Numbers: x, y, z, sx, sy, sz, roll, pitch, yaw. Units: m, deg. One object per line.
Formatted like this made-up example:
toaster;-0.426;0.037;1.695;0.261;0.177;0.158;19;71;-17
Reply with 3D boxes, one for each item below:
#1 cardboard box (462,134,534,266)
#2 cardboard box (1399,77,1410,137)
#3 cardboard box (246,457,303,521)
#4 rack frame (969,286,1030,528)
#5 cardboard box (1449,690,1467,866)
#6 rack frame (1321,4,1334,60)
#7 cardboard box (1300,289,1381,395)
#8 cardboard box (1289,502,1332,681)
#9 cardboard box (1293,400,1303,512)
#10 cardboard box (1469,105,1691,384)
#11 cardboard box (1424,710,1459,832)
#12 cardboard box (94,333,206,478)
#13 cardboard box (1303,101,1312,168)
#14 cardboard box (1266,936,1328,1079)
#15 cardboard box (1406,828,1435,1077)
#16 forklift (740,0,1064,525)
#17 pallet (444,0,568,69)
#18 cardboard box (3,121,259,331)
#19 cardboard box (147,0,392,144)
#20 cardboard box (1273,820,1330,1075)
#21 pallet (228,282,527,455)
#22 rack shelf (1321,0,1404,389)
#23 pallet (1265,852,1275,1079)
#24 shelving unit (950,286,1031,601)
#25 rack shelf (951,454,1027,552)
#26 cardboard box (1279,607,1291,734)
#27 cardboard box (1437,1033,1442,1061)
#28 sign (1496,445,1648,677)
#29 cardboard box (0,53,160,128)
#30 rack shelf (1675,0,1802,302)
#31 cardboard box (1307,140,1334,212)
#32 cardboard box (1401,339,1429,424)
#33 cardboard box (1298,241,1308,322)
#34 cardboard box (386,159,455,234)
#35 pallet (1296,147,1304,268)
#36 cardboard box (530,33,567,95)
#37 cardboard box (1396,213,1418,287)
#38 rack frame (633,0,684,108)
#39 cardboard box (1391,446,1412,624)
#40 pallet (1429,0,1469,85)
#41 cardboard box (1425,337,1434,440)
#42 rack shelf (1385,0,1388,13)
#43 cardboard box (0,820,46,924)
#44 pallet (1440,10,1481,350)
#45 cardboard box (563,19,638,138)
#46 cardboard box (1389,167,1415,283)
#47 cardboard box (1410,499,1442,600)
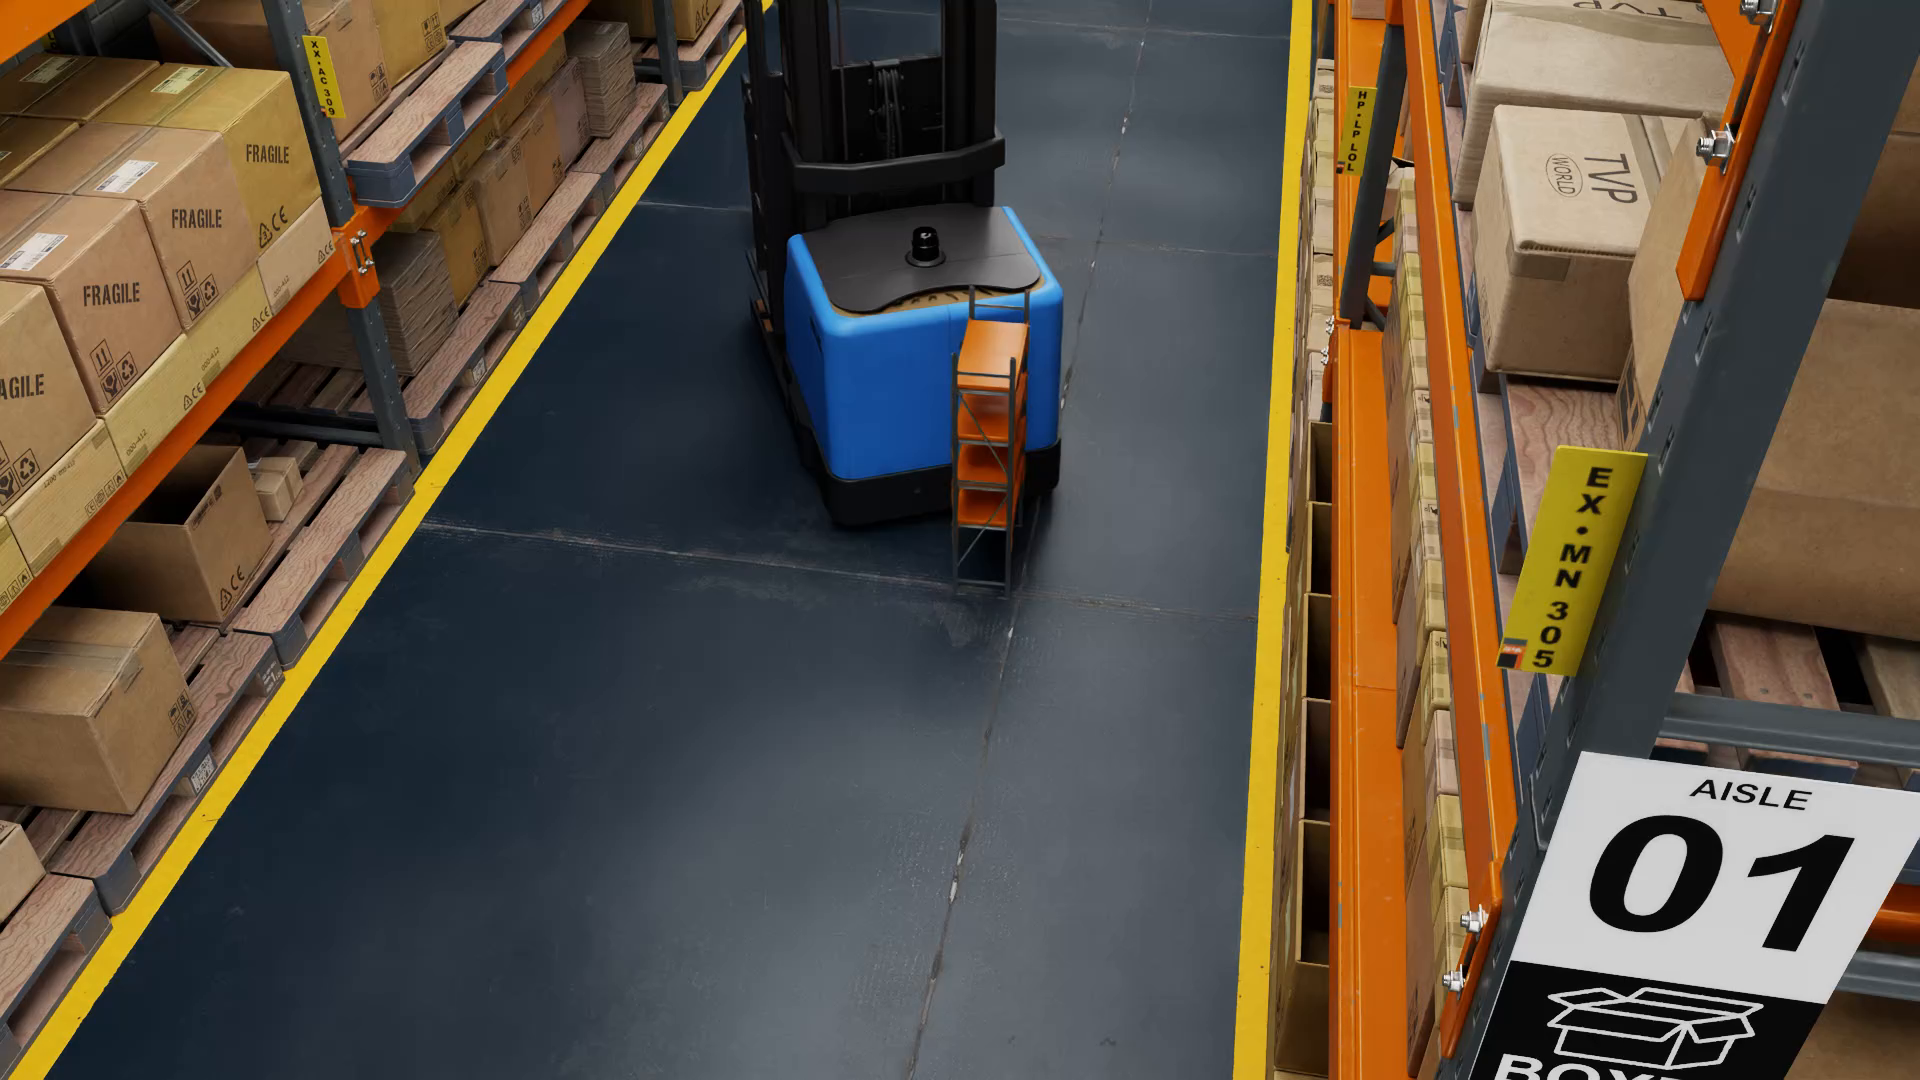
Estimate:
cardboard box;-2.689;-1.804;8.694;0.700;0.500;0.500;7;40;8
cardboard box;2.238;-2.108;7.367;0.500;0.500;0.500;6;40;8
cardboard box;-3.031;-0.227;7.049;0.380;0.166;0.250;2;40;2
rack frame;0.156;-0.530;6.949;0.240;1.200;0.015;5;40;6
cardboard box;1.407;0.372;3.350;0.700;0.500;0.500;5;40;7
rack frame;2.604;-3.455;9.075;1.000;3.000;0.127;6;40;8
cardboard box;1.783;-0.876;7.343;0.500;0.311;0.500;7;40;9
cardboard box;1.444;0.236;5.851;0.500;0.500;0.500;6;40;8
cardboard box;1.698;-0.339;7.134;0.500;0.250;0.500;6;40;7
cardboard box;1.159;-0.500;2.825;0.500;0.250;0.500;6;40;8
cardboard box;1.231;0.534;3.663;0.380;0.149;0.250;7;40;8
cardboard box;-2.918;-0.478;5.577;0.500;0.250;0.500;6;40;7
cardboard box;2.224;-2.261;9.459;0.500;0.250;0.500;6;40;8
cardboard box;1.180;1.465;4.952;0.500;0.250;0.500;6;40;8
cardboard box;1.399;0.906;3.722;0.700;0.500;0.500;7;40;9
forklift;-0.445;-2.140;7.538;1.130;2.935;3.031;-10;41;-12
pallet;-2.578;-2.678;8.285;1.003;0.211;1.213;6;40;8
cardboard box;-2.826;-1.083;5.719;0.500;0.500;0.500;6;40;7
cardboard box;-2.847;-2.012;6.906;0.700;0.500;0.500;7;40;8
cardboard box;1.177;1.176;4.713;0.500;0.500;0.500;6;40;8
pallet;-2.835;-0.902;8.176;1.003;0.211;1.213;6;40;8
rack shelf;2.257;-1.922;7.786;1.077;0.370;4.000;6;40;8
pallet;1.524;1.393;5.400;1.003;0.211;1.213;6;40;8
shelving unit;0.123;-0.376;6.763;0.258;1.200;0.503;5;40;6
rack shelf;0.123;-0.171;6.933;0.258;0.148;0.480;5;40;6
cardboard box;1.441;0.524;6.090;0.500;0.250;0.500;6;40;8
cardboard box;1.098;1.017;3.079;0.380;0.149;0.250;6;40;7
sign;0.687;0.031;1.872;0.100;0.325;0.005;6;40;8
cardboard box;-3.255;-1.455;6.170;0.500;0.500;0.500;6;40;7
rack shelf;1.565;-1.570;2.965;1.077;0.370;4.000;6;40;8
cardboard box;2.051;-1.826;8.493;0.500;0.311;0.500;5;40;6
cardboard box;1.498;-0.444;4.846;0.380;0.149;0.250;5;40;6
cardboard box;1.964;-1.296;8.292;0.500;0.250;0.500;7;40;9
cardboard box;-2.784;-1.724;8.009;0.500;0.250;0.500;6;40;7
pallet;2.423;-1.868;9.343;1.003;0.211;1.213;6;40;8
cardboard box;-2.510;-2.685;9.172;0.500;0.250;0.500;7;40;9
cardboard box;1.631;-0.928;5.431;0.380;0.149;0.250;7;40;8
rack frame;-2.276;-3.999;9.732;1.000;3.000;0.127;6;40;8
cardboard box;1.665;-0.058;4.887;0.700;0.500;0.500;7;40;8
pallet;1.789;-1.528;4.460;1.003;0.211;1.213;6;40;8
cardboard box;1.667;-0.572;4.492;0.700;0.500;0.500;6;40;8
rack shelf;2.257;-3.078;6.830;1.077;0.370;4.000;6;40;8
cardboard box;-3.353;1.107;5.322;0.500;0.311;0.500;10;41;11
pallet;1.576;-0.765;3.536;1.003;0.211;1.213;6;40;8
cardboard box;-2.349;-2.747;9.835;0.700;0.500;0.500;7;40;8
cardboard box;1.954;-1.200;6.466;0.500;0.250;0.500;9;40;10
cardboard box;1.364;0.043;4.257;0.380;0.149;0.250;6;40;7
